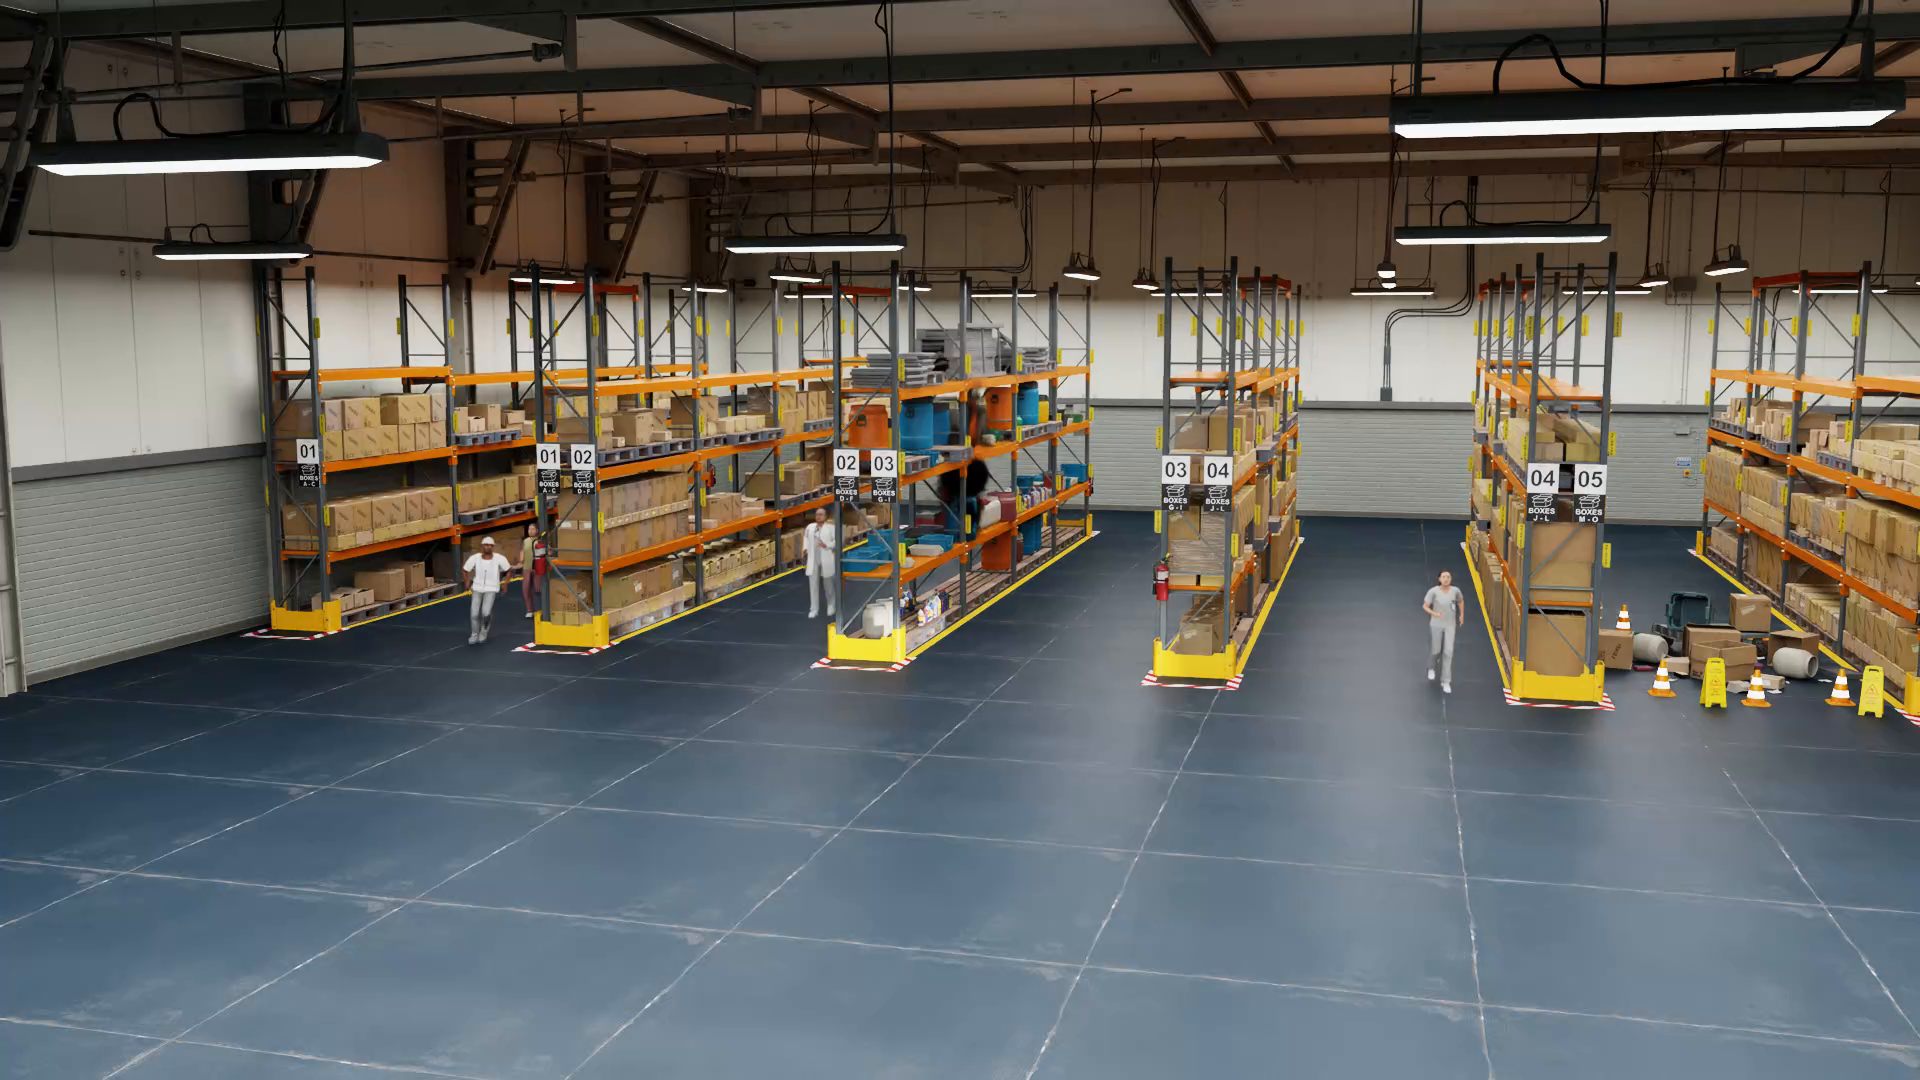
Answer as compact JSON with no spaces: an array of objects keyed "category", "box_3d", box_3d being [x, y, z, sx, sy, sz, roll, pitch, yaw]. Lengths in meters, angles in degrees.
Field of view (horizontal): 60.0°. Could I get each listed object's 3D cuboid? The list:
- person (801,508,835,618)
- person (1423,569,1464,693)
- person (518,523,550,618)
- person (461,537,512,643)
[{"category":"person","box_3d":[-2.290,0.385,27.252,0.714,1.807,0.961,2,7,12]},{"category":"person","box_3d":[6.766,1.227,23.297,0.587,1.687,0.848,1,7,6]},{"category":"person","box_3d":[-7.437,0.515,29.043,0.586,1.628,0.752,1,7,10]},{"category":"person","box_3d":[-7.546,0.798,26.450,0.764,1.702,0.578,-1,7,-6]}]
